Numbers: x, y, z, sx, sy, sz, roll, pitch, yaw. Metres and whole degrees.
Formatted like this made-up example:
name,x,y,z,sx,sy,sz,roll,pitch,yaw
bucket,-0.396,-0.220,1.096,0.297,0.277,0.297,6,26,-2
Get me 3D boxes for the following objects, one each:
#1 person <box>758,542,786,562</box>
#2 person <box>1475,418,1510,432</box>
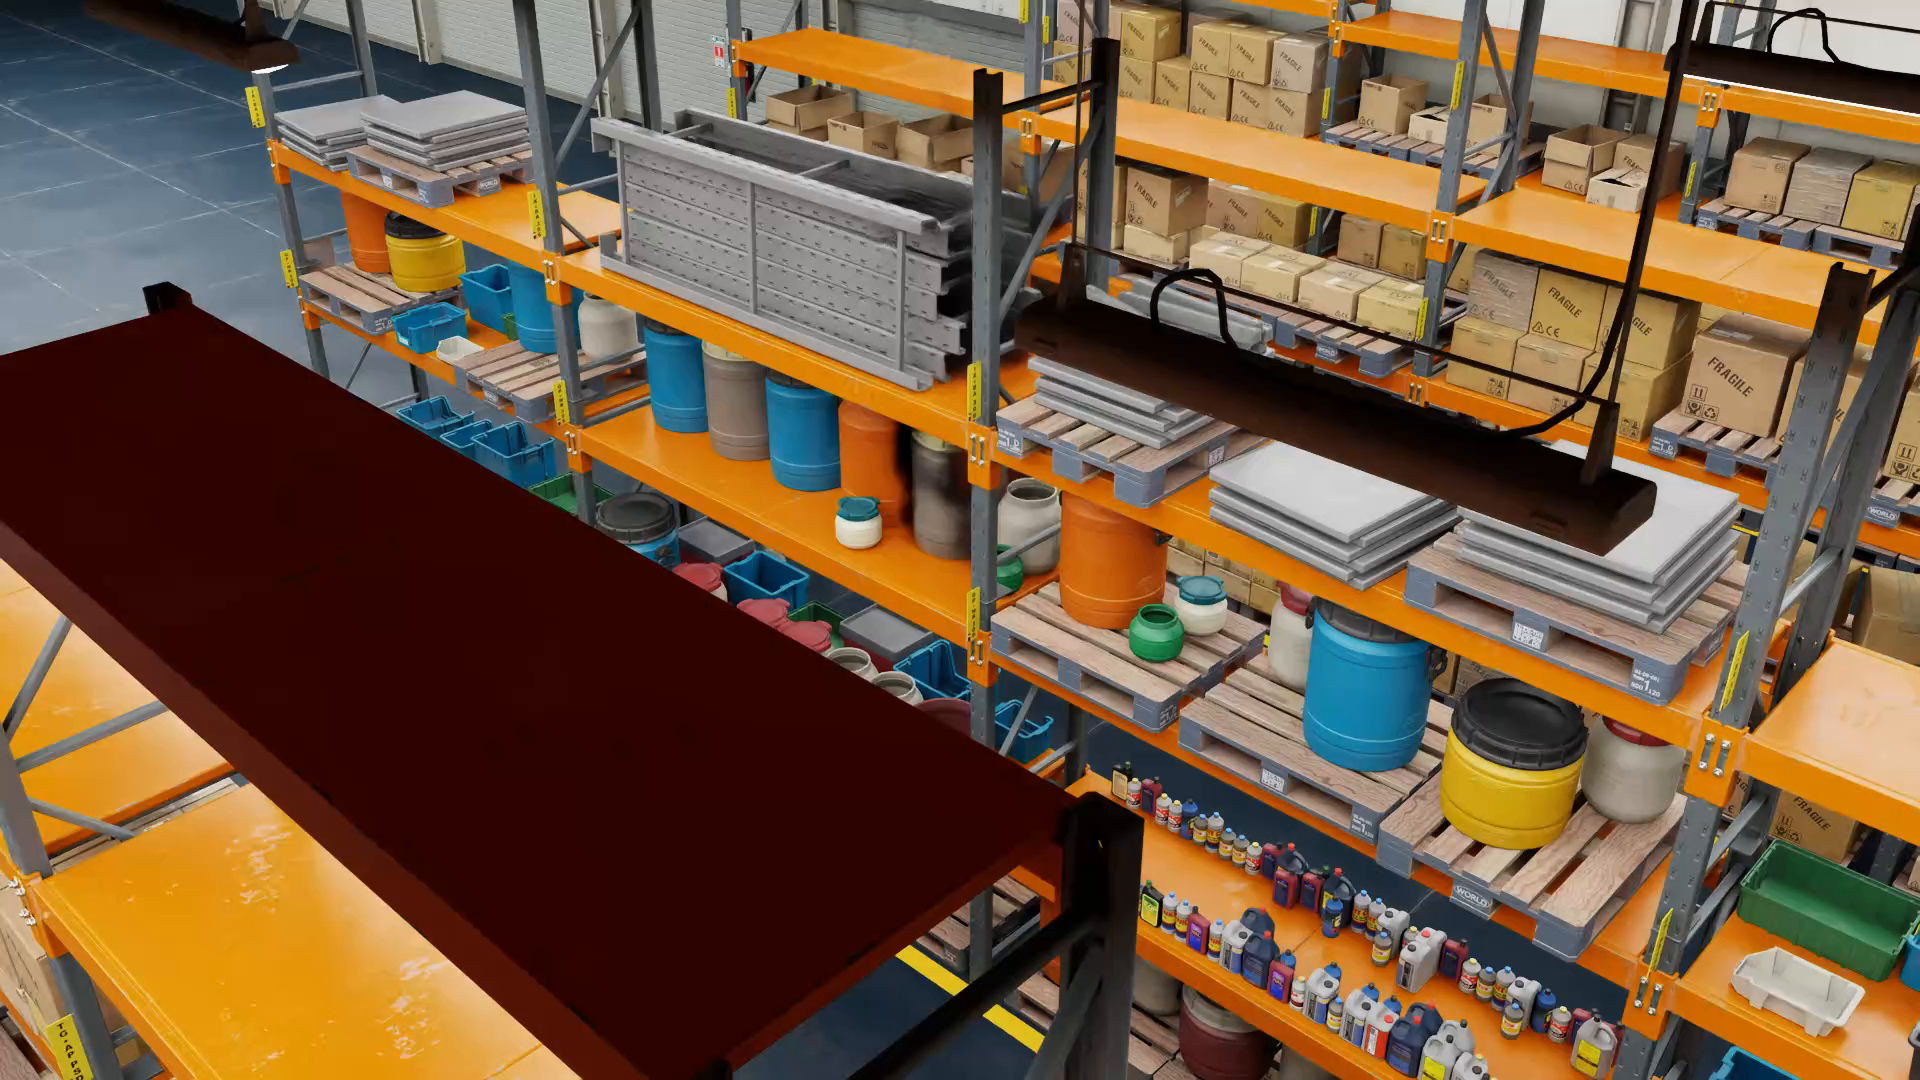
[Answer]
name,x,y,z,sx,sy,sz,roll,pitch,yaw
person,-1.841,-0.290,14.964,0.666,1.776,0.682,22,36,34
person,5.015,-0.832,15.931,0.583,1.749,0.668,20,35,31
